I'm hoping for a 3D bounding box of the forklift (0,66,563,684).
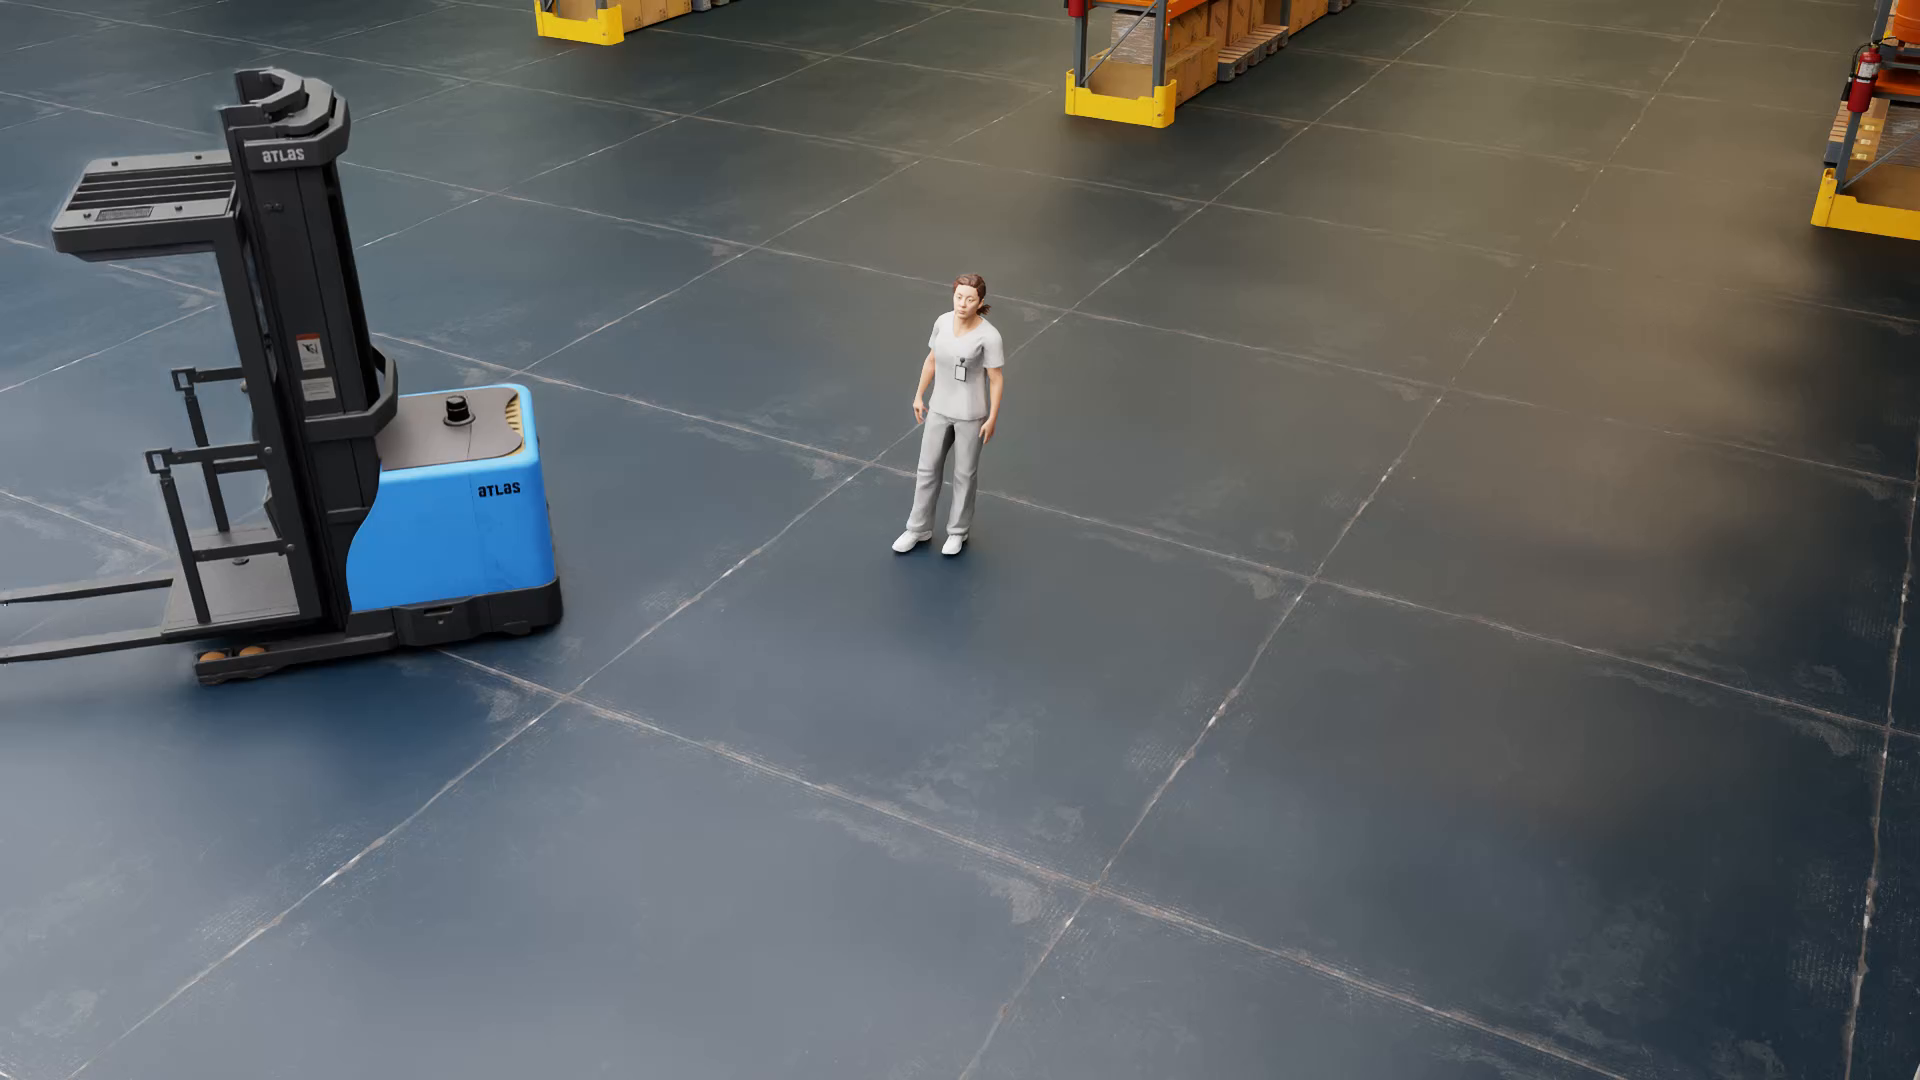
[{"bbox_3d":[-3.760,-0.809,8.472,3.031,2.935,1.130,-8,31,-13],"label":"forklift"}]

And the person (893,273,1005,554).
[{"bbox_3d":[-0.047,-0.703,9.530,0.550,1.675,0.549,15,33,25],"label":"person"}]
